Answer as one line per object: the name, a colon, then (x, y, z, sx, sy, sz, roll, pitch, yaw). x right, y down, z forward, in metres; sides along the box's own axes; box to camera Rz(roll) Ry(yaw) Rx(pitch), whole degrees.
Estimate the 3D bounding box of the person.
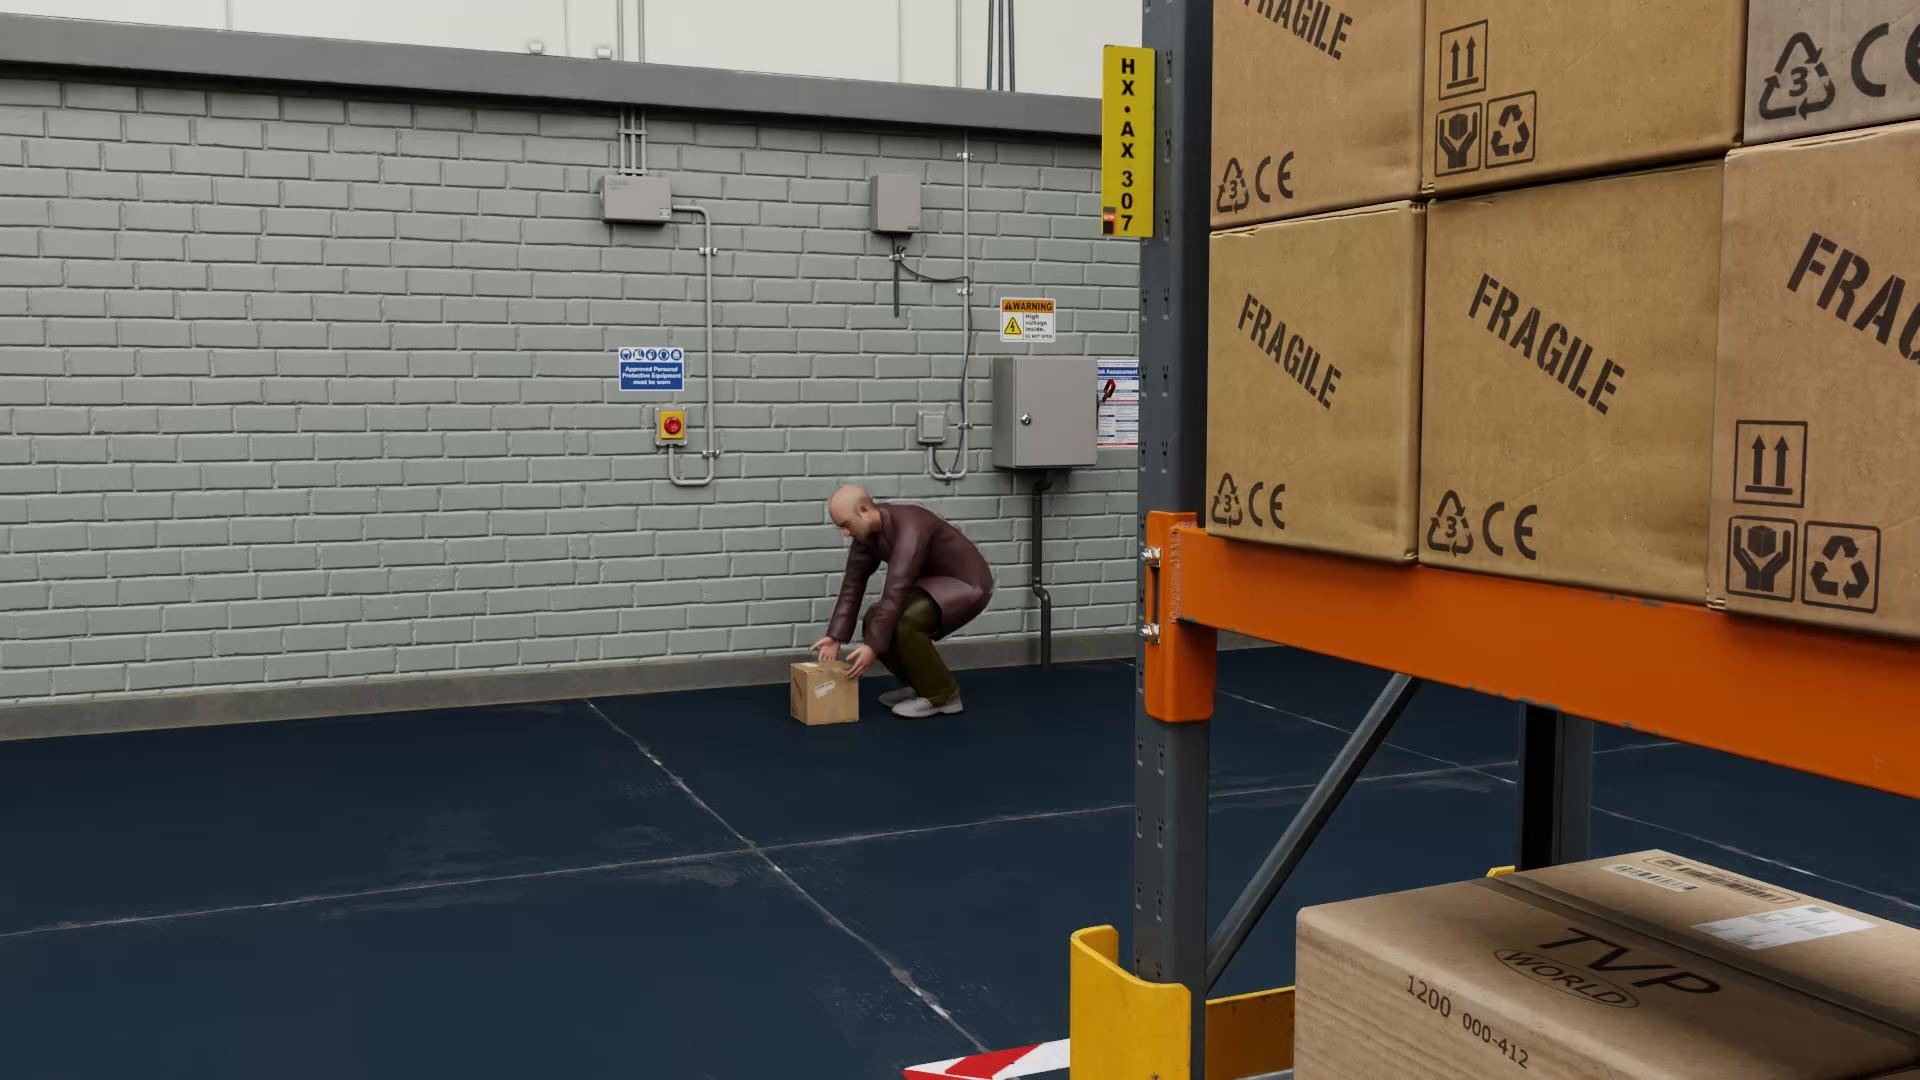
person: (-0.320, 0.321, 7.876, 0.942, 1.010, 0.582, -3, 6, -26)
